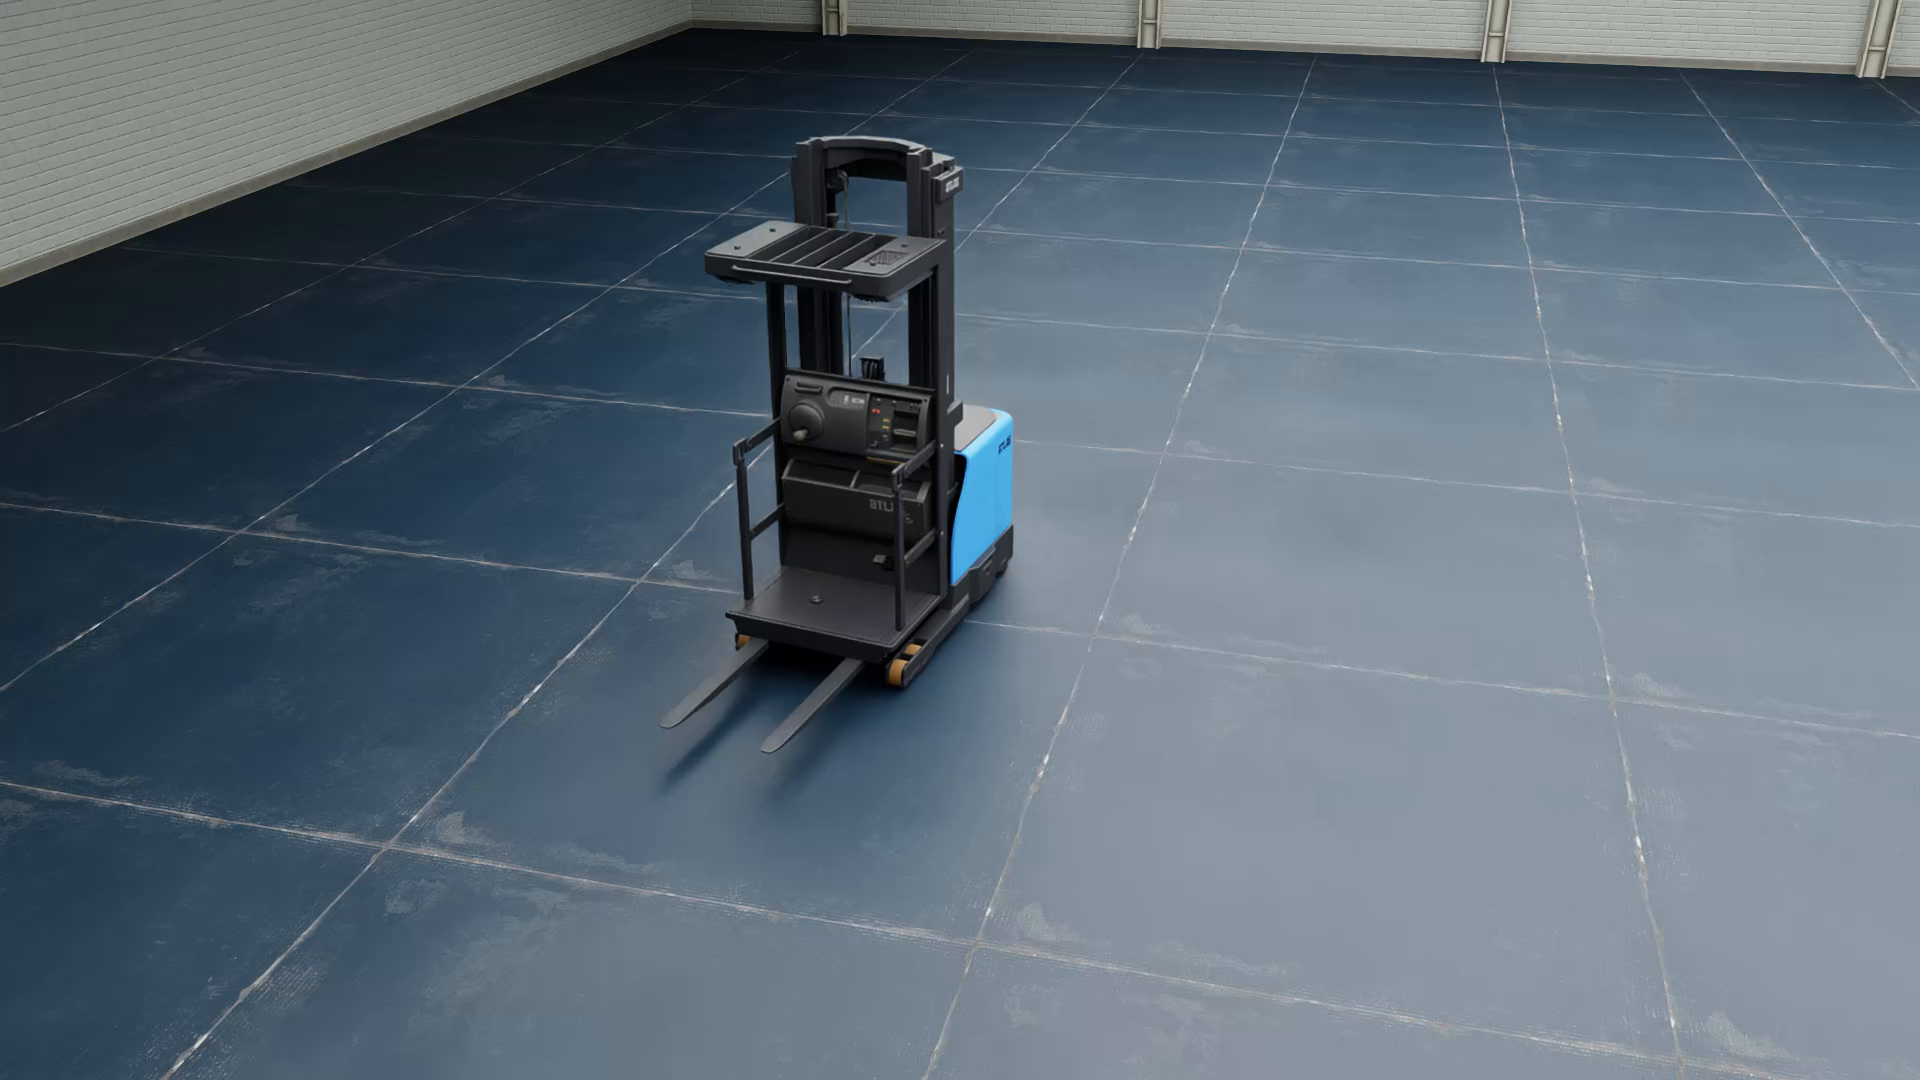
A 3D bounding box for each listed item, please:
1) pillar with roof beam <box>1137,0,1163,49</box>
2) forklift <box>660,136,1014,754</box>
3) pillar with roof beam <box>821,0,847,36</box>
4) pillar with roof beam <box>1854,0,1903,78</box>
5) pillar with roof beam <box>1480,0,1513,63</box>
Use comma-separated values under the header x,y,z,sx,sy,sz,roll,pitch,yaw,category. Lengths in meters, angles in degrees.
x,y,z,sx,sy,sz,roll,pitch,yaw,category
2.365,-11.237,24.542,0.400,9.000,9.100,6,26,13,pillar with roof beam
-0.692,-0.677,9.419,1.130,2.935,3.031,10,27,21,forklift
-3.446,-11.880,25.891,0.400,9.000,9.100,6,26,13,pillar with roof beam
13.987,-9.953,21.843,0.400,9.000,9.100,6,26,13,pillar with roof beam
8.176,-10.595,23.193,0.400,9.000,9.100,6,26,13,pillar with roof beam
